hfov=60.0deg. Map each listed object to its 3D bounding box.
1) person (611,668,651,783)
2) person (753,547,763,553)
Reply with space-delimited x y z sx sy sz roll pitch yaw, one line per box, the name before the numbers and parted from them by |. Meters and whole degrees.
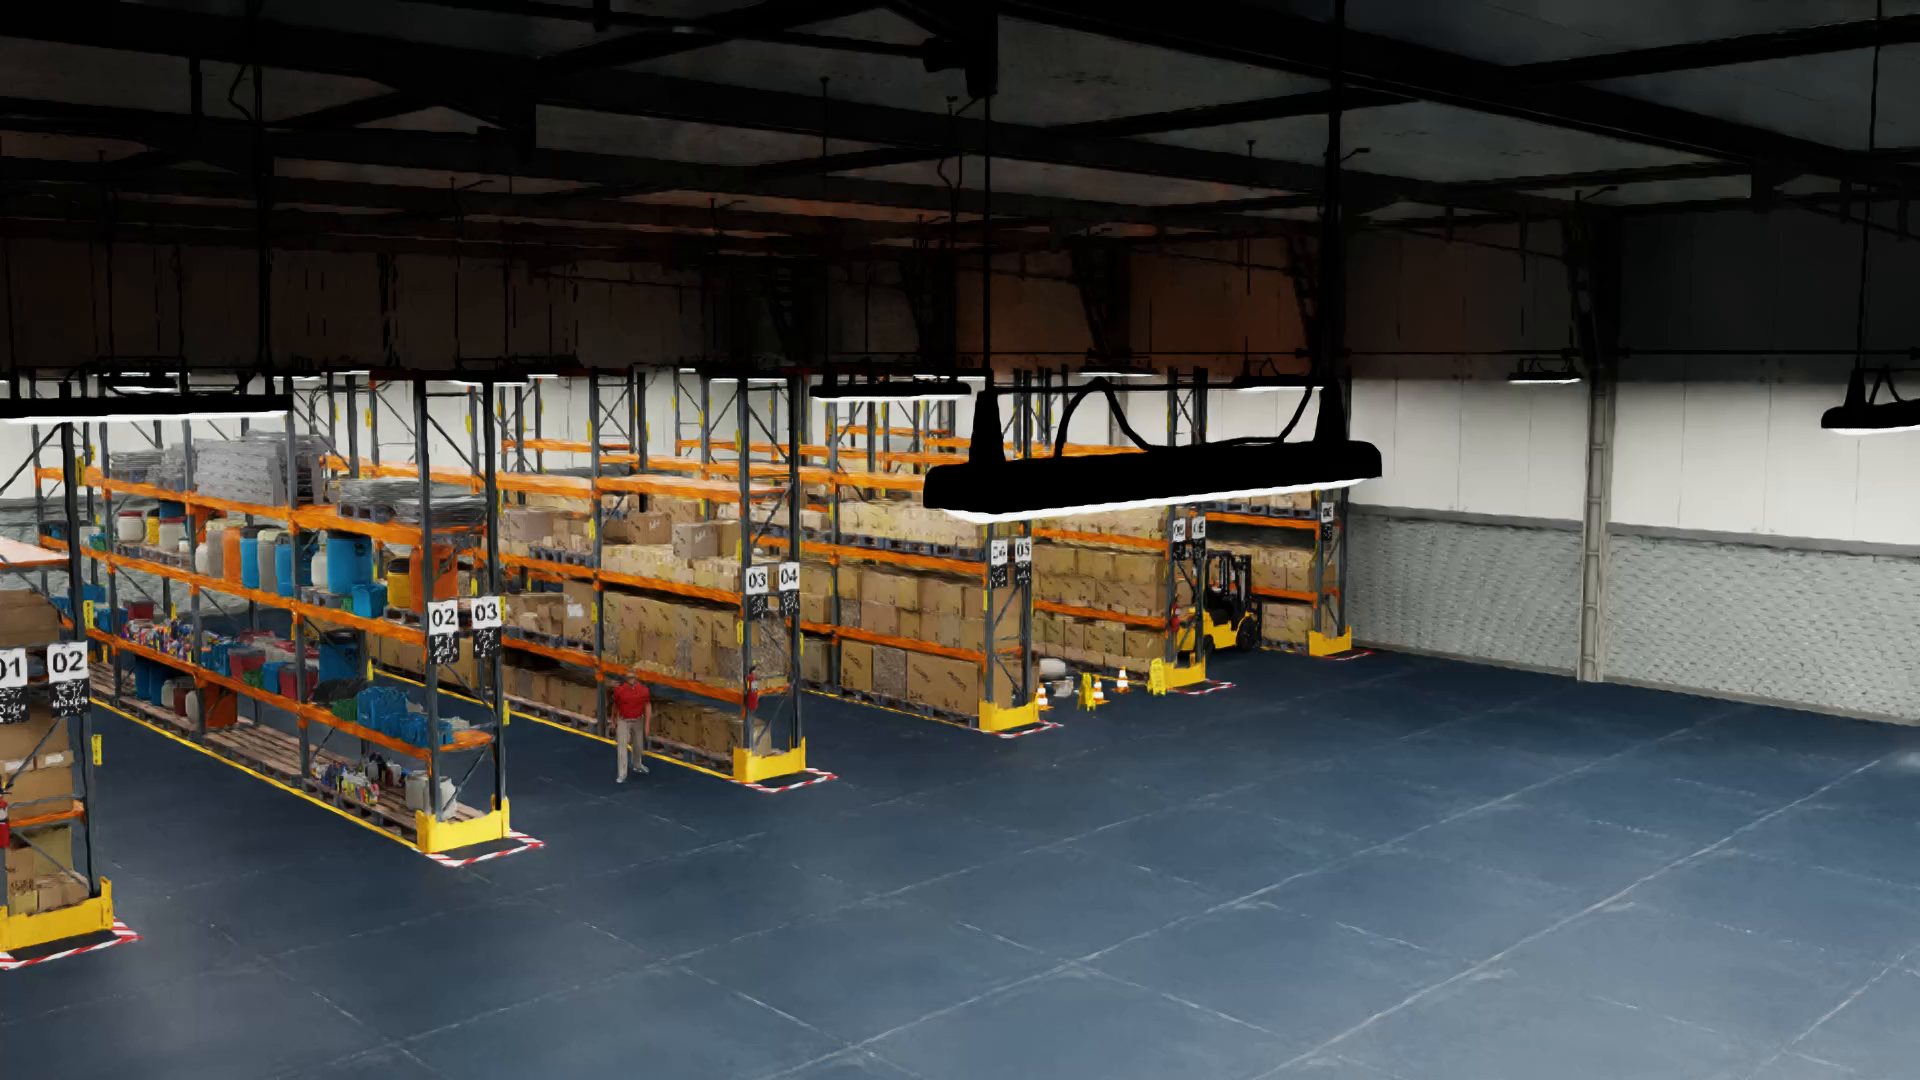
person | -4.867 2.715 24.637 0.586 1.678 0.951 -2 7 -16
person | -4.749 1.051 38.928 0.594 1.763 0.681 -3 7 -25
